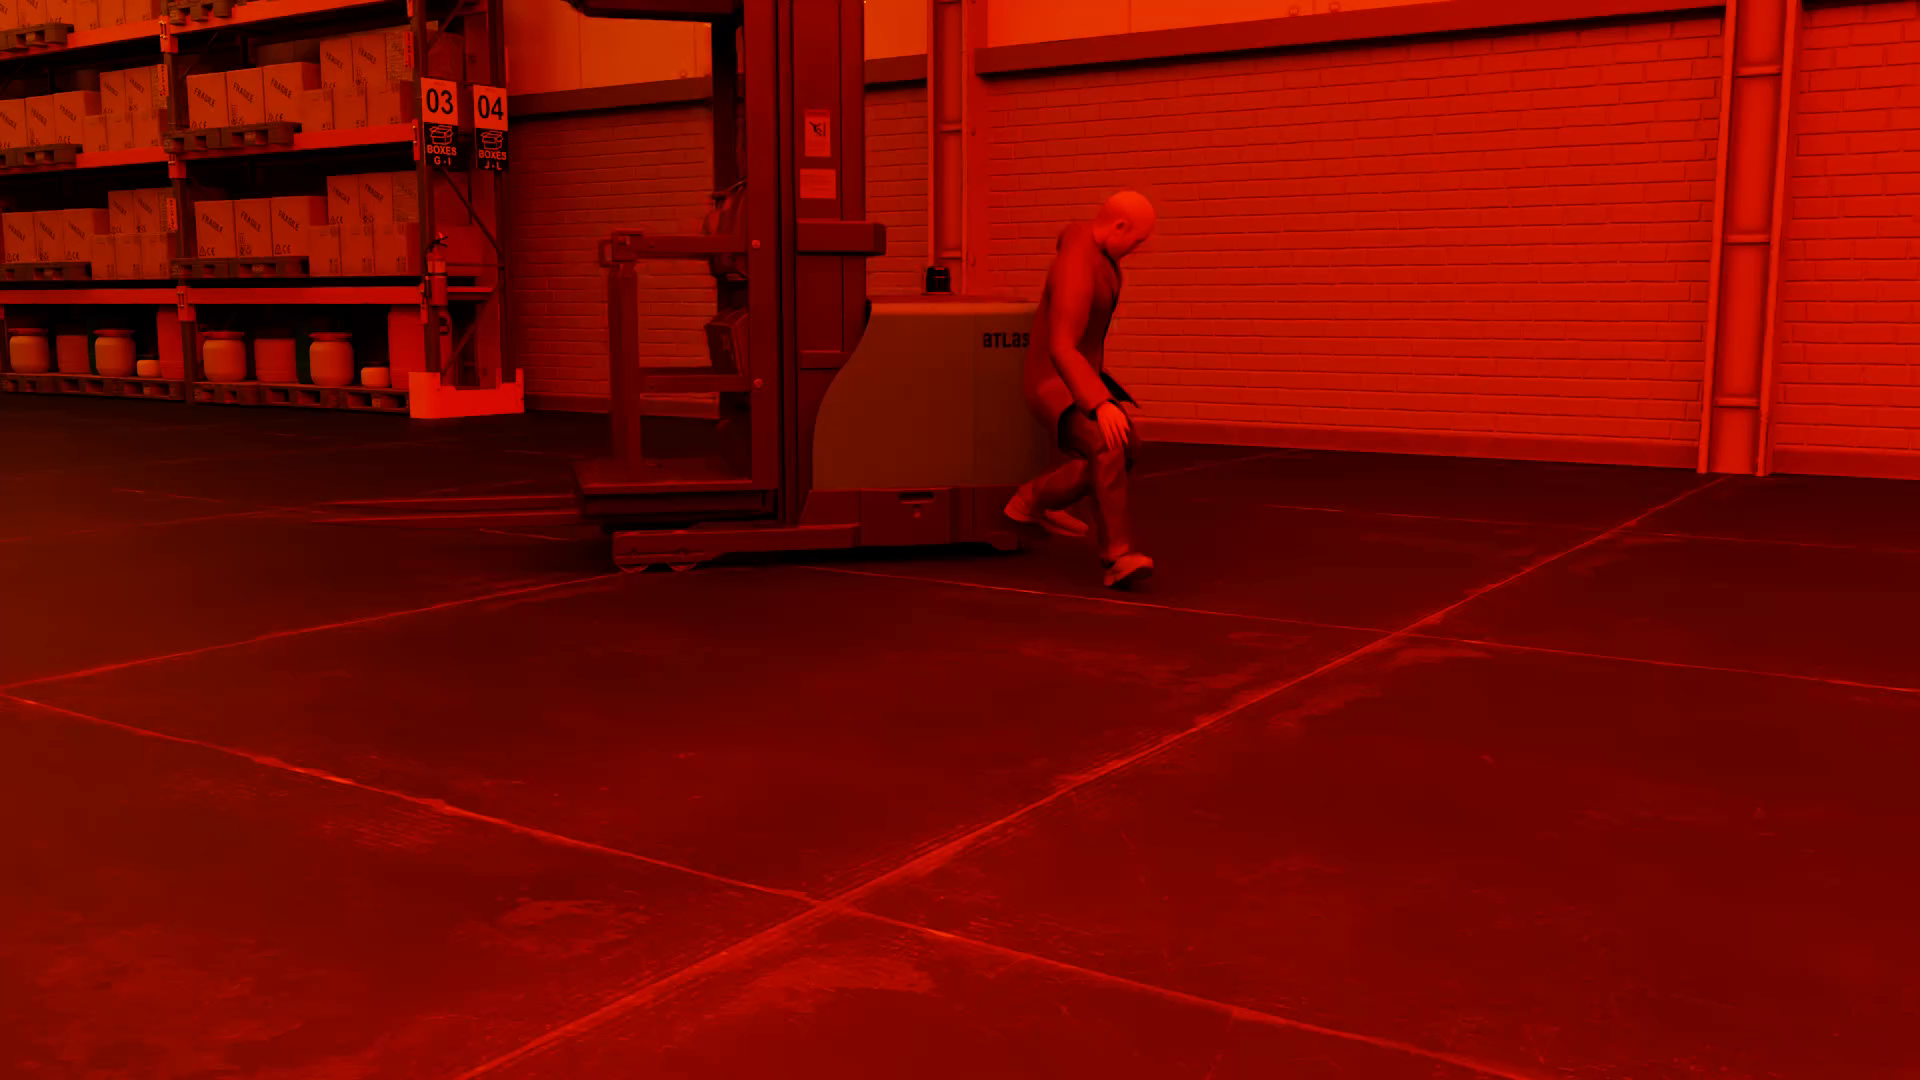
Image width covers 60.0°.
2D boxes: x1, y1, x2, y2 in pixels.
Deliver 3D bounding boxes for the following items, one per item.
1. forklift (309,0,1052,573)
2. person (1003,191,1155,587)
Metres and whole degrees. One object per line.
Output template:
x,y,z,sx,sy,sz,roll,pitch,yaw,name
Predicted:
-1.175,-1.401,7.042,3.031,2.935,1.130,-2,8,-15,forklift
0.510,-0.612,6.658,0.787,1.508,1.231,3,9,18,person
